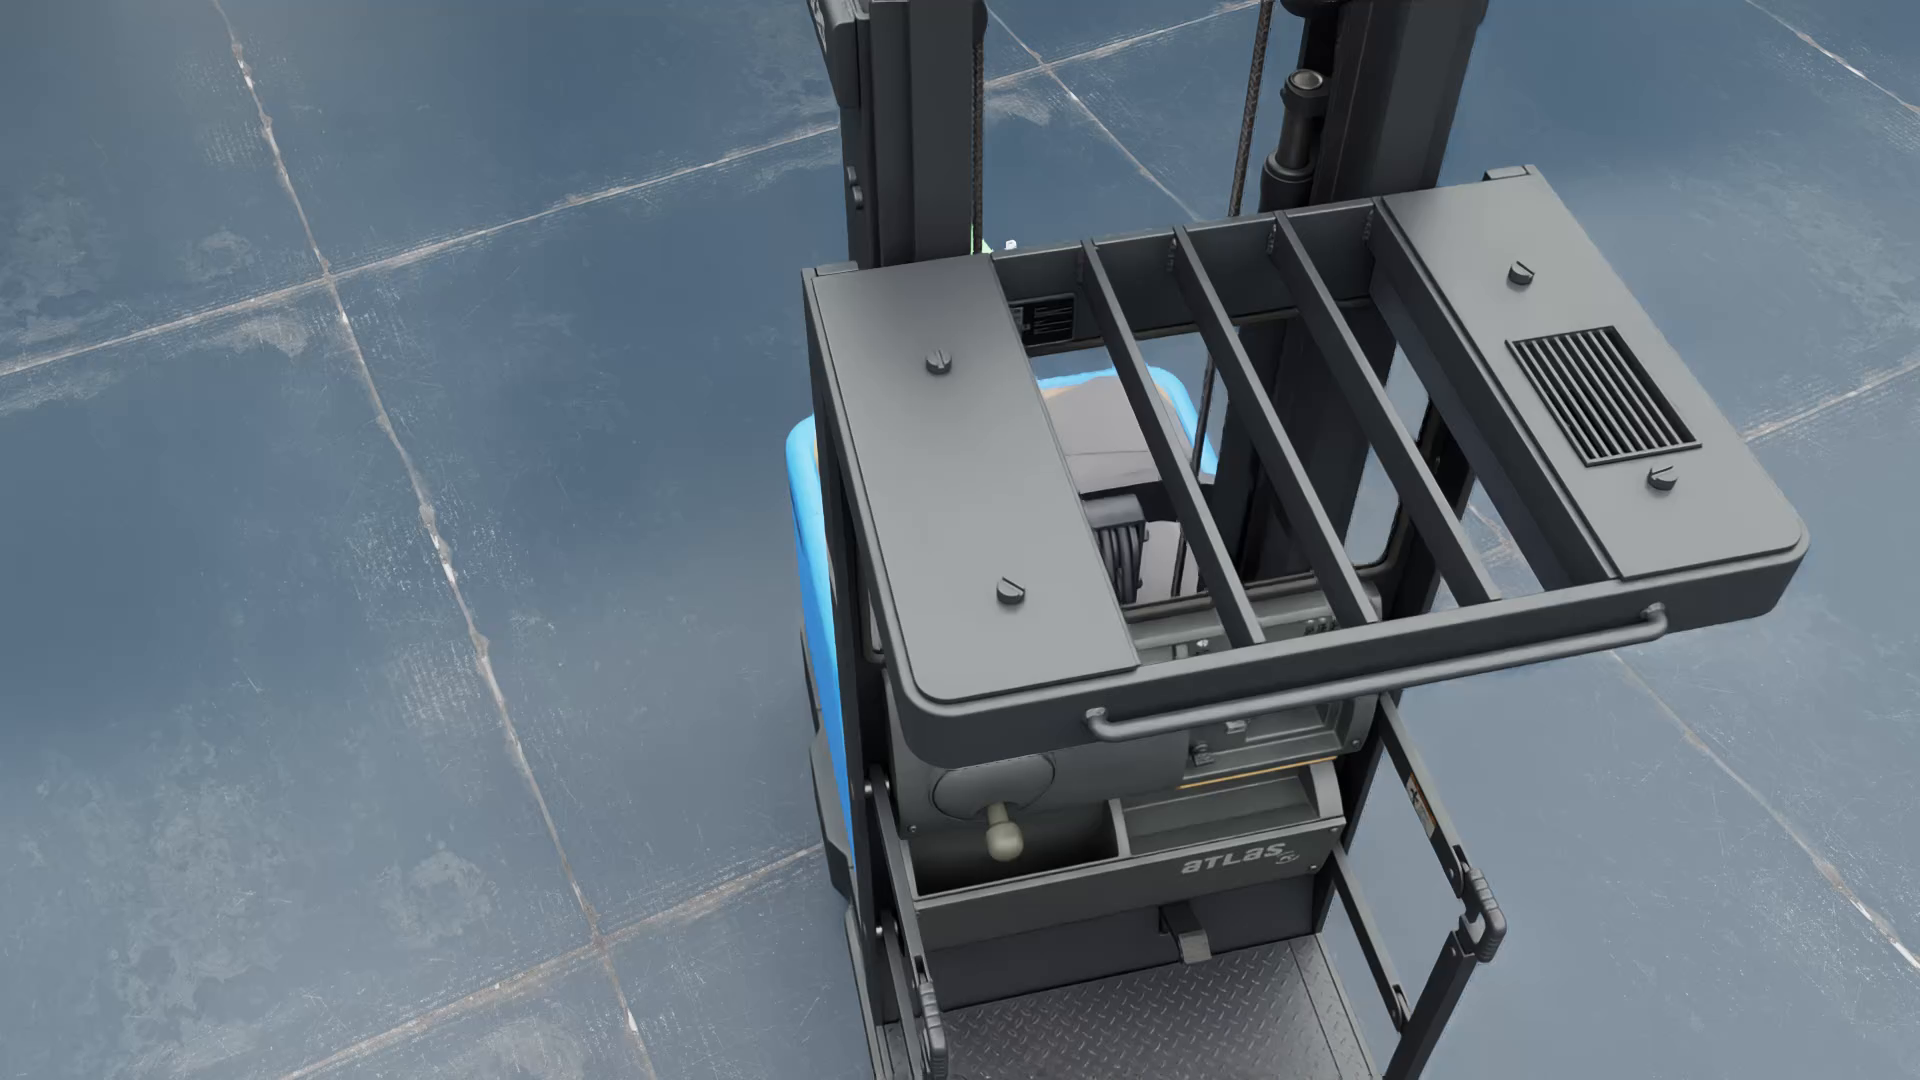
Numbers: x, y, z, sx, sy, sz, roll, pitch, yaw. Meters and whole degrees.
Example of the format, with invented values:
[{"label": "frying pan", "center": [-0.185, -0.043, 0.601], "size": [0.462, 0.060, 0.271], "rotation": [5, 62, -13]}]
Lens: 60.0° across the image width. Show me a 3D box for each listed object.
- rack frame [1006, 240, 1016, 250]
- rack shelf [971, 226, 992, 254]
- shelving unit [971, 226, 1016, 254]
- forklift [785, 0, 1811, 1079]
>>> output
[{"label": "rack frame", "center": [0.036, -0.342, 4.752], "size": [0.240, 1.200, 0.015], "rotation": [-21, 52, -18]}, {"label": "rack shelf", "center": [-0.076, -0.780, 4.582], "size": [0.258, 0.148, 0.480], "rotation": [-21, 52, -18]}, {"label": "shelving unit", "center": [-0.076, -0.506, 4.895], "size": [0.258, 1.200, 0.503], "rotation": [-21, 52, -18]}, {"label": "forklift", "center": [0.378, 0.441, 2.917], "size": [1.130, 2.935, 3.031], "rotation": [-10, 50, -8]}]
